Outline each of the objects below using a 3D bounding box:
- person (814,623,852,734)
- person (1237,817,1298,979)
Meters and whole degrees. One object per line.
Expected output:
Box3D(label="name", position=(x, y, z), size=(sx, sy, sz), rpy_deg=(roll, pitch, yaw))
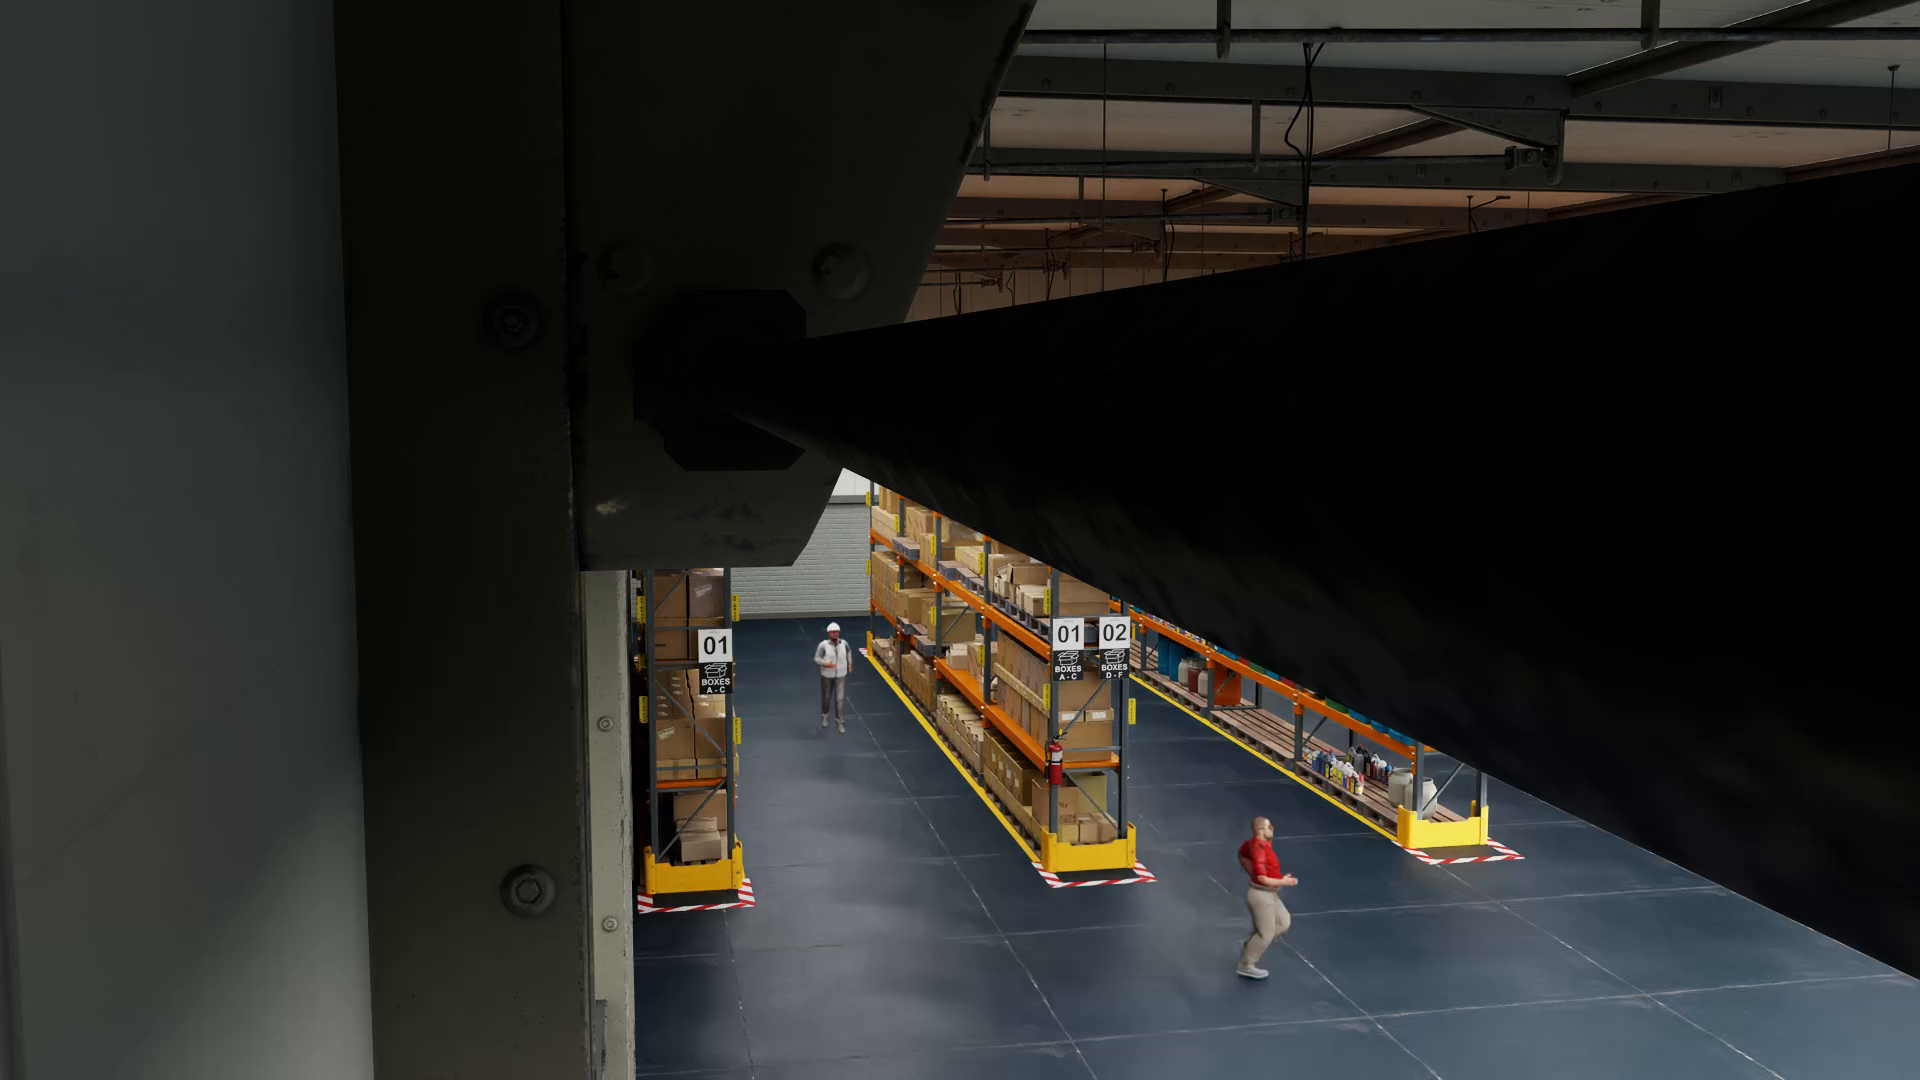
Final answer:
Box3D(label="person", position=(-2.101, 2.276, 27.689), size=(0.676, 1.821, 0.814), rpy_deg=(-2, 6, -18))
Box3D(label="person", position=(3.184, 3.692, 17.215), size=(0.607, 1.688, 0.651), rpy_deg=(1, 6, 8))
